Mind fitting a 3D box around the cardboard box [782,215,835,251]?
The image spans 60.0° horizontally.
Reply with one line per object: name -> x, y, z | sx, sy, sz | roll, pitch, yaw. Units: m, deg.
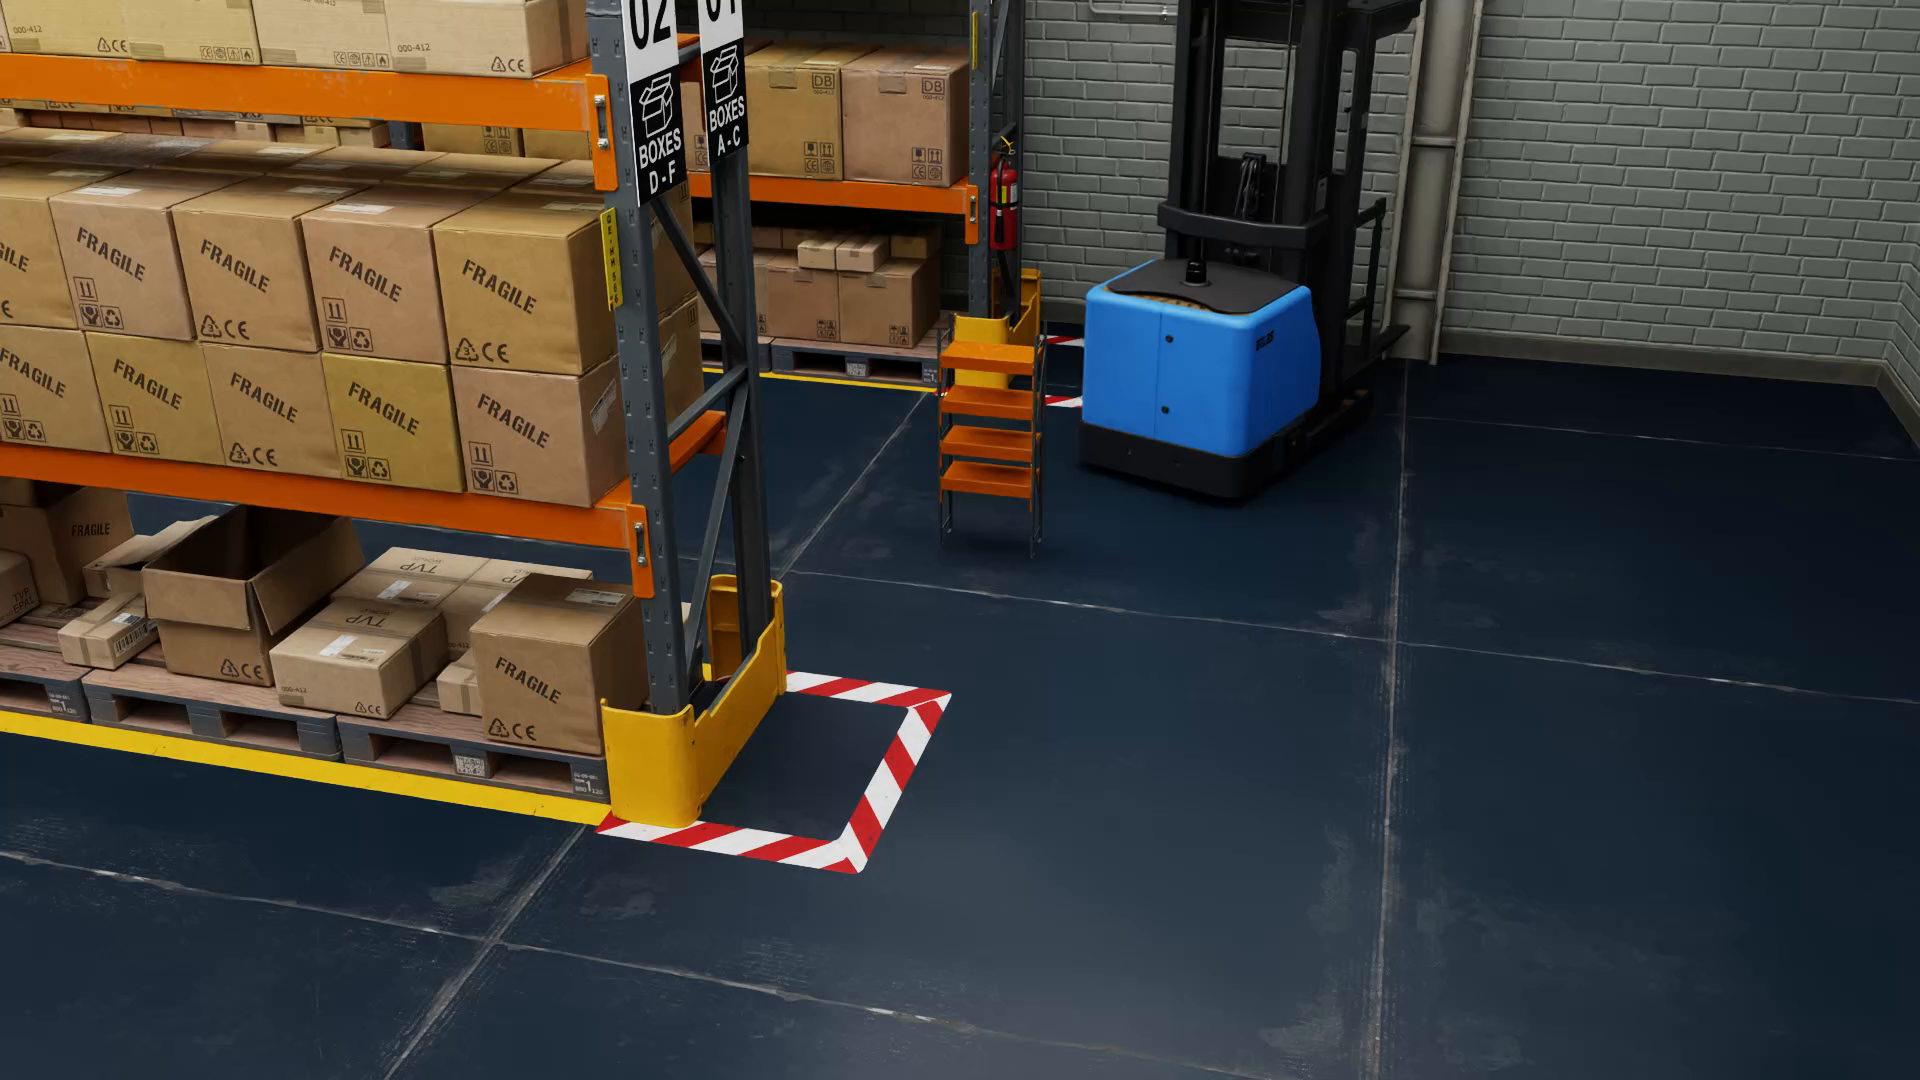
cardboard box -> -1.026, -2.089, 11.313 | 0.250, 0.149, 0.380 | 7, 26, 13

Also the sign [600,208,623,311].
sign -> -1.148, -0.925, 5.489 | 0.005, 0.325, 0.100 | 6, 26, 13

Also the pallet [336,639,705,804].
pallet -> -1.837, 0.678, 7.082 | 1.213, 0.211, 1.003 | 6, 26, 13

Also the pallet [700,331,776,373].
pallet -> -1.732, -1.477, 11.606 | 1.213, 0.211, 1.003 | 6, 26, 13

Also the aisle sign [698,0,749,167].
aisle sign -> -0.852, -1.777, 5.969 | 0.004, 0.787, 0.394 | 6, 26, 13

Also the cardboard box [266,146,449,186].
cardboard box -> -2.346, -1.251, 6.608 | 0.500, 0.500, 0.500 | 7, 26, 14

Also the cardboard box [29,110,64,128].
cardboard box -> -6.495, -3.102, 12.044 | 0.250, 0.149, 0.380 | 6, 26, 12

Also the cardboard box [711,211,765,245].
cardboard box -> -1.521, -2.143, 11.427 | 0.250, 0.149, 0.380 | 7, 26, 14

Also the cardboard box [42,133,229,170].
cardboard box -> -3.326, -1.359, 6.836 | 0.500, 0.500, 0.500 | 7, 26, 13

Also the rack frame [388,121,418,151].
rack frame -> -3.635, -2.979, 11.519 | 0.127, 3.000, 1.000 | 6, 26, 13

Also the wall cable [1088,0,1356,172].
wall cable -> 1.715, -3.267, 10.940 | 1.851, 1.984, 0.084 | 6, 26, 13

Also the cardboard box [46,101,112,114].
cardboard box -> -6.117, -3.324, 11.757 | 0.500, 0.500, 0.500 | 6, 26, 13

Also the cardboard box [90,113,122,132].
cardboard box -> -5.994, -3.045, 11.926 | 0.250, 0.149, 0.380 | 7, 26, 14

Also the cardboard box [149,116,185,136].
cardboard box -> -5.506, -2.981, 11.791 | 0.250, 0.149, 0.380 | 7, 26, 15

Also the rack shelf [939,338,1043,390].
rack shelf -> 0.160, -0.879, 8.286 | 0.480, 0.148, 0.258 | 6, 26, 13

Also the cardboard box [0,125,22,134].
cardboard box -> -4.311, -1.467, 7.062 | 0.500, 0.500, 0.500 | 6, 26, 13

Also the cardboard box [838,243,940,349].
cardboard box -> -0.464, -1.645, 11.136 | 0.500, 0.500, 0.700 | 6, 26, 13

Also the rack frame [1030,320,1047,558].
rack frame -> 0.397, -0.498, 8.400 | 0.015, 1.200, 0.240 | 6, 26, 13

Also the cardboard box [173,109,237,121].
cardboard box -> -5.125, -3.220, 11.539 | 0.500, 0.500, 0.500 | 6, 26, 13

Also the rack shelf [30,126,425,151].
rack shelf -> -5.572, -2.869, 12.123 | 4.000, 0.370, 1.077 | 6, 26, 13

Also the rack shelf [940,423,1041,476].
rack shelf -> 0.160, -0.463, 8.484 | 0.480, 0.148, 0.258 | 6, 26, 13

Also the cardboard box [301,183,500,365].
cardboard box -> -1.980, -0.972, 6.023 | 0.500, 0.500, 0.500 | 7, 26, 14

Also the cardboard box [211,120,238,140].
cardboard box -> -5.013, -2.915, 11.652 | 0.250, 0.149, 0.380 | 6, 26, 13

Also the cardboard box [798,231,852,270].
cardboard box -> -0.881, -1.903, 10.923 | 0.250, 0.149, 0.380 | 7, 26, 14

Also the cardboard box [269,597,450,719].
cardboard box -> -2.491, 0.484, 6.930 | 0.500, 0.250, 0.500 | 6, 26, 13

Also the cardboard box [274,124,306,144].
cardboard box -> -4.522, -2.857, 11.531 | 0.250, 0.149, 0.380 | 7, 26, 15

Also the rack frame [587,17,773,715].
rack frame -> -0.991, -0.489, 6.287 | 0.127, 3.000, 1.000 | 6, 26, 13

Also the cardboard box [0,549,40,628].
cardboard box -> -4.512, 0.234, 7.386 | 0.500, 0.311, 0.500 | 6, 26, 13

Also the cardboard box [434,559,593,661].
cardboard box -> -1.931, 0.325, 7.266 | 0.500, 0.250, 0.500 | 6, 26, 13

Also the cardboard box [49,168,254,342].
cardboard box -> -2.981, -1.081, 6.251 | 0.500, 0.500, 0.500 | 7, 26, 15

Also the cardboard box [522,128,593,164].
cardboard box -> -2.408, -2.970, 11.149 | 0.700, 0.700, 0.980 | 6, 26, 12

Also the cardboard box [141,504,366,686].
cardboard box -> -3.044, 0.211, 7.210 | 0.637, 0.503, 0.797 | 6, 26, 13

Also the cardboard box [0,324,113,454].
cardboard box -> -3.458, -0.686, 6.585 | 0.500, 0.500, 0.500 | 6, 26, 13

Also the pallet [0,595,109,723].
pallet -> -4.200, 0.416, 7.630 | 1.213, 0.211, 1.003 | 6, 26, 13

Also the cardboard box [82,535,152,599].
cardboard box -> -3.864, 0.130, 7.792 | 0.250, 0.149, 0.380 | 6, 26, 13

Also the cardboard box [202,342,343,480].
cardboard box -> -2.477, -0.578, 6.358 | 0.500, 0.500, 0.500 | 7, 26, 13

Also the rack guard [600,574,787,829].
rack guard -> -1.064, 0.632, 6.841 | 0.348, 0.500, 1.175 | 6, 26, 13

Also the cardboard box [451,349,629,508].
cardboard box -> -1.492, -0.468, 6.128 | 0.500, 0.500, 0.500 | 7, 26, 15

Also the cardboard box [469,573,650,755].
cardboard box -> -1.579, 0.486, 6.636 | 0.500, 0.500, 0.500 | 6, 26, 13

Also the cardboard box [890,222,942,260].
cardboard box -> -0.293, -2.008, 11.143 | 0.250, 0.149, 0.380 | 6, 26, 13

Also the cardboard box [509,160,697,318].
cardboard box -> -1.355, -1.142, 6.380 | 0.500, 0.500, 0.500 | 7, 26, 15

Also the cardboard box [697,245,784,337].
cardboard box -> -1.435, -1.753, 11.361 | 0.500, 0.500, 0.700 | 5, 26, 11

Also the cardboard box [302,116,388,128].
cardboard box -> -4.144, -3.112, 11.312 | 0.500, 0.500, 0.500 | 6, 26, 12

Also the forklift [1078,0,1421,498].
forklift -> 1.927, -2.133, 9.820 | 1.130, 2.935, 3.031 | 16, 30, 31

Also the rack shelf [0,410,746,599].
rack shelf -> -2.928, -0.378, 6.891 | 4.000, 0.370, 1.077 | 6, 26, 13

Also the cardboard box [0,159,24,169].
cardboard box -> -3.979, -1.191, 6.482 | 0.500, 0.500, 0.500 | 5, 26, 11

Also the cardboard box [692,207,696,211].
cardboard box -> -2.016, -2.198, 11.542 | 0.250, 0.149, 0.380 | 7, 26, 14

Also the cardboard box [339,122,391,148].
cardboard box -> -4.033, -2.793, 11.397 | 0.250, 0.149, 0.380 | 7, 26, 13

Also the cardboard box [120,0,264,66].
cardboard box -> -2.523, -1.827, 5.782 | 0.500, 0.250, 0.500 | 6, 26, 13

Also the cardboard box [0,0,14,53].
cardboard box -> -3.488, -1.939, 6.018 | 0.500, 0.250, 0.500 | 6, 26, 13

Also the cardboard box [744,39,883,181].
cardboard box -> -0.964, -2.810, 10.814 | 0.700, 0.700, 0.980 | 6, 26, 13

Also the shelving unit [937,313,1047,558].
shelving unit -> 0.160, -0.524, 8.455 | 0.503, 1.200, 0.258 | 6, 26, 13

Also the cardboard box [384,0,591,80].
cardboard box -> -1.554, -1.720, 5.559 | 0.500, 0.250, 0.500 | 6, 26, 13
